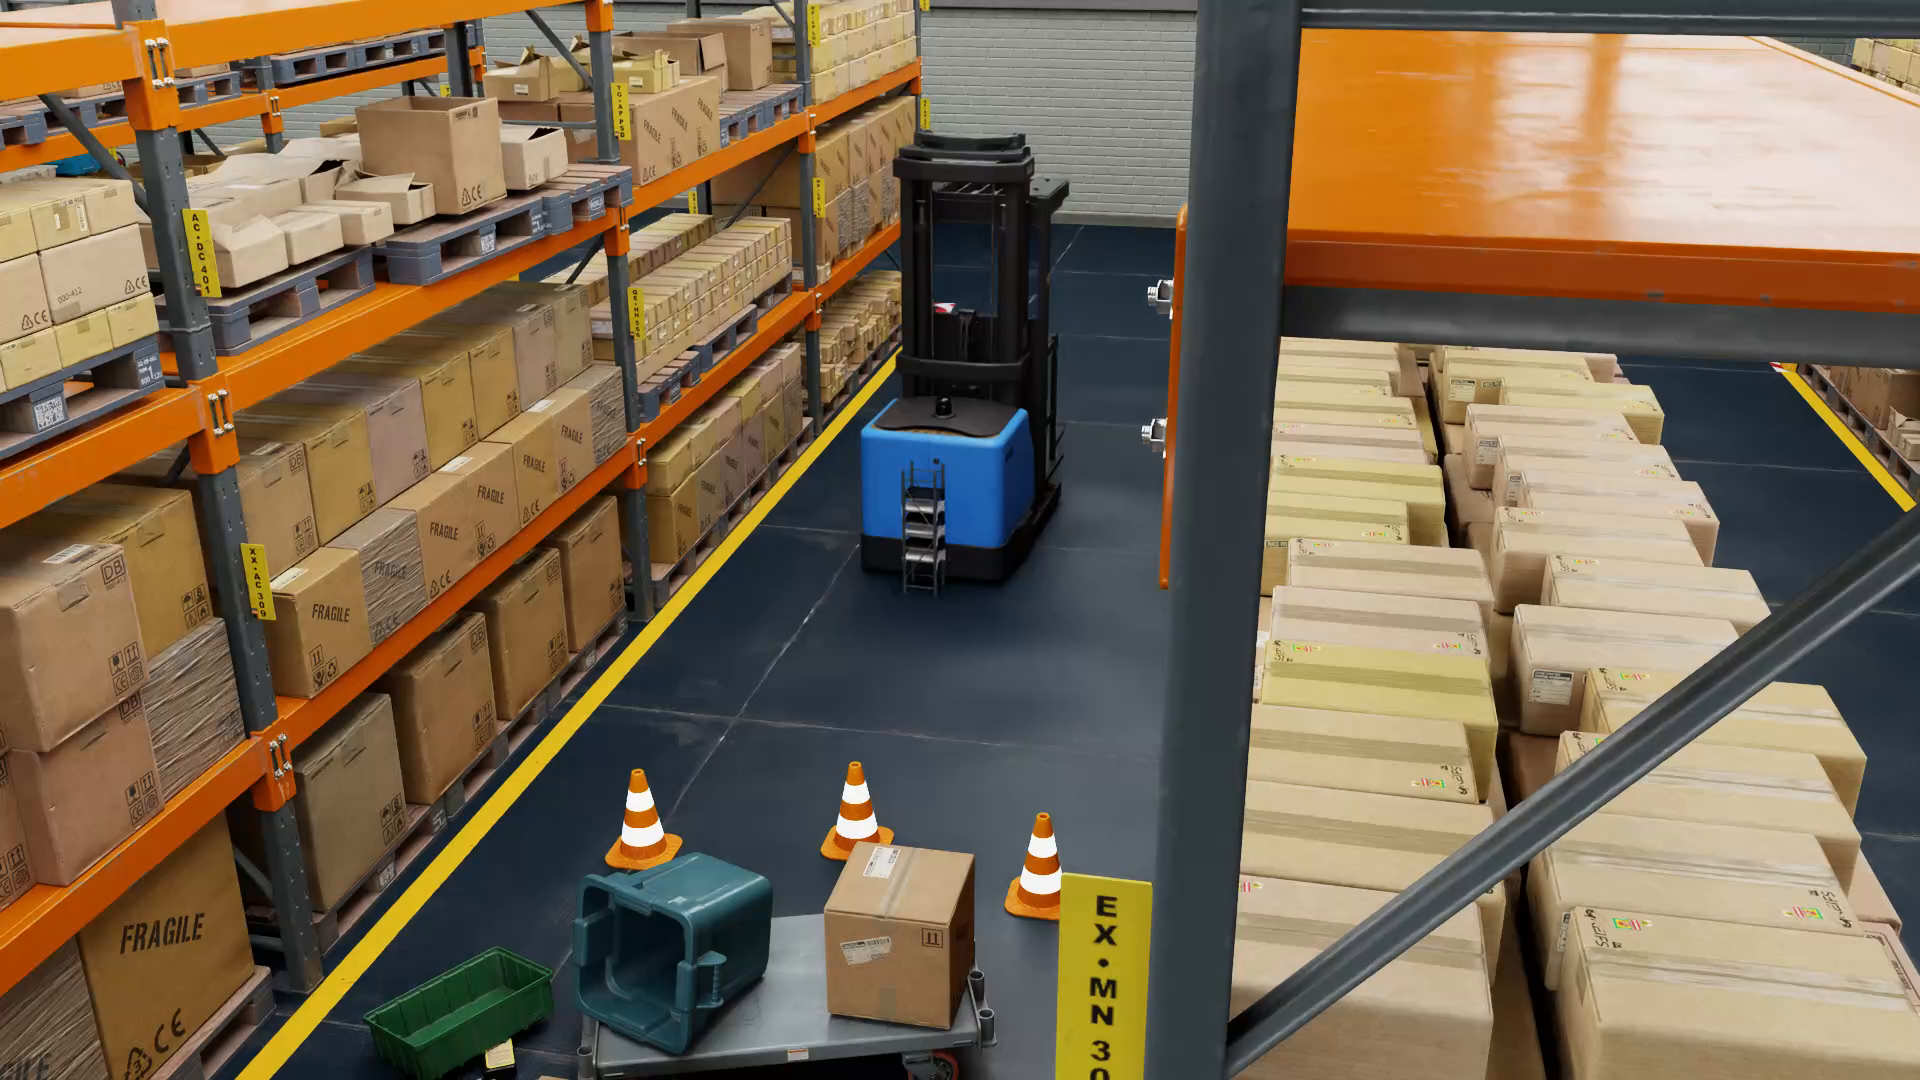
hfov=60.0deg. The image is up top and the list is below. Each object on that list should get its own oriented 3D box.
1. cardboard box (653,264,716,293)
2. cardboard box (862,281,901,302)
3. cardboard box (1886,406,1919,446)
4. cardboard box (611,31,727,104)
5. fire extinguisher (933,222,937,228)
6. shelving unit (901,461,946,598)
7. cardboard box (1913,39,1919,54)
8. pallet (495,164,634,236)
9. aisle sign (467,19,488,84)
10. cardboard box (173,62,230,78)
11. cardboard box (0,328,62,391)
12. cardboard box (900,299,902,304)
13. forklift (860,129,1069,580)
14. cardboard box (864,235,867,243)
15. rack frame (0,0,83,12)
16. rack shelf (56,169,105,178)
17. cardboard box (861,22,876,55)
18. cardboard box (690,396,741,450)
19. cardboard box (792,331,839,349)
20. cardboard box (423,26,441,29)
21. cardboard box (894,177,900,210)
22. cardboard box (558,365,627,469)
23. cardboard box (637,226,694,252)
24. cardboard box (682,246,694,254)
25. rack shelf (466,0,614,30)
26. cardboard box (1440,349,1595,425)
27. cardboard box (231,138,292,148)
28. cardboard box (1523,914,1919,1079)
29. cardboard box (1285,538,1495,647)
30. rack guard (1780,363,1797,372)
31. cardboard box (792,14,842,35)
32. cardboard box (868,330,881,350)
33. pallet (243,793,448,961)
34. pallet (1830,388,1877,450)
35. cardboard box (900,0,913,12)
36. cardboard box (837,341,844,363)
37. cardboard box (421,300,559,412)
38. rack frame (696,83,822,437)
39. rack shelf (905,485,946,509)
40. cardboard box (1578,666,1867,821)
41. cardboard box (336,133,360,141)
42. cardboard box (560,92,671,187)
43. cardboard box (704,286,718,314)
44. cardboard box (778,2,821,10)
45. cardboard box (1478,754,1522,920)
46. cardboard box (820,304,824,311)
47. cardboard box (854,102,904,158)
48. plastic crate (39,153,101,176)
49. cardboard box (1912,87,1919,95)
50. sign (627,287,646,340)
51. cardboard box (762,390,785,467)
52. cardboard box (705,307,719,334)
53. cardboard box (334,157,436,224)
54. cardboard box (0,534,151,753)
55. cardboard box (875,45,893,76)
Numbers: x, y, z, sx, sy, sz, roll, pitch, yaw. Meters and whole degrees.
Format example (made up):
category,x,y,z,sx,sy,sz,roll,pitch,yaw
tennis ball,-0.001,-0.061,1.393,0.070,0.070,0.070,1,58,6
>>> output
category,x,y,z,sx,sy,sz,roll,pitch,yaw
cardboard box,-1.986,-1.887,12.002,0.380,0.149,0.250,5,23,13
cardboard box,-0.800,-2.567,17.171,0.380,0.149,0.250,4,22,10
cardboard box,7.906,-0.927,13.737,0.396,0.266,0.258,5,23,13
cardboard box,-2.164,-3.440,12.164,0.797,0.503,0.637,4,22,10
fire extinguisher,-0.401,-3.672,18.058,0.296,0.674,0.183,4,22,11
shelving unit,-0.248,-0.073,11.330,0.258,0.900,0.210,6,23,14
cardboard box,8.181,-4.098,13.633,0.500,0.250,0.500,5,22,12
pallet,-2.616,-1.962,9.448,1.213,0.211,1.003,6,23,13
aisle sign,-5.430,-5.448,18.386,0.394,0.787,0.004,4,22,11
cardboard box,-6.663,-4.196,14.045,0.700,0.500,0.500,5,22,12
cardboard box,-3.216,-0.607,5.470,0.380,0.149,0.250,5,22,12
cardboard box,-0.732,-2.619,17.698,0.380,0.149,0.250,4,22,9
forklift,0.173,-1.602,12.407,1.130,2.935,3.031,6,23,14
cardboard box,-1.111,-2.910,15.900,0.380,0.149,0.250,5,23,13
rack frame,-10.587,-7.399,18.680,1.000,3.000,0.127,4,22,11
rack shelf,-10.996,-3.551,18.119,1.077,0.370,4.000,4,22,11
cardboard box,-1.073,-4.632,15.355,0.500,0.250,0.500,3,22,9
cardboard box,-1.941,-0.880,12.304,0.500,0.250,0.500,5,22,11
cardboard box,-1.329,-1.812,15.295,0.380,0.149,0.250,4,22,10
cardboard box,-5.792,-5.724,17.705,0.700,0.500,0.500,3,22,8
cardboard box,-0.854,-3.636,16.835,0.500,0.500,0.500,4,22,10
cardboard box,-2.365,-0.759,10.090,0.500,0.500,0.500,4,22,11
cardboard box,-2.356,-2.410,13.301,0.380,0.149,0.250,5,22,11
cardboard box,-2.354,-2.279,13.373,0.380,0.149,0.250,5,22,12
rack shelf,-2.128,-3.893,11.473,1.077,0.370,4.000,4,22,11
cardboard box,1.544,-0.418,4.629,0.380,0.149,0.250,5,22,12
cardboard box,-6.617,-3.564,15.986,0.500,0.500,0.500,5,22,11
cardboard box,1.061,0.745,2.277,0.500,0.250,0.500,4,22,10
cardboard box,0.840,0.120,3.295,0.380,0.149,0.250,4,22,9
rack guard,8.807,-1.919,16.449,1.175,0.500,0.348,4,22,11
cardboard box,-1.242,-4.472,14.425,0.380,0.149,0.250,4,22,9
cardboard box,-1.002,-2.008,16.579,0.380,0.149,0.250,5,22,12
pallet,-3.269,1.570,8.172,1.003,0.211,1.213,4,22,11
pallet,8.394,-1.049,14.675,1.003,0.211,1.213,4,22,11
cardboard box,-0.684,-5.418,16.775,0.380,0.149,0.250,4,22,10
cardboard box,-1.297,-1.769,15.587,0.380,0.149,0.250,3,22,8
cardboard box,-2.739,-1.060,9.497,0.700,0.500,0.500,4,22,10
rack frame,-1.720,-2.361,14.200,1.000,3.000,0.127,4,22,11
rack shelf,-0.248,-0.292,11.242,0.258,0.077,0.200,6,23,14
cardboard box,1.242,0.343,2.741,0.380,0.149,0.250,4,22,11
cardboard box,-3.001,-2.030,8.868,0.500,0.250,0.500,5,22,12
cardboard box,-2.159,-2.524,10.457,0.500,0.500,0.500,4,22,11
cardboard box,-1.980,-1.747,12.052,0.380,0.149,0.250,4,22,10
cardboard box,-1.536,-4.995,15.725,0.380,0.149,0.250,5,23,13
cardboard box,0.656,0.518,2.840,0.500,0.250,0.500,4,22,10
cardboard box,-1.550,-2.224,16.319,0.380,0.149,0.250,5,22,11
cardboard box,-0.857,-4.100,16.649,0.500,0.500,0.500,4,22,9
plastic crate,-10.473,-4.524,19.444,0.616,0.435,0.499,4,22,11
cardboard box,8.076,-3.638,13.692,0.380,0.149,0.250,5,22,12
sign,-1.992,-1.394,10.250,0.100,0.325,0.005,4,22,11
cardboard box,-1.729,-0.919,13.403,0.500,0.500,0.500,4,22,10
cardboard box,-1.979,-1.610,12.109,0.380,0.149,0.250,5,22,12
cardboard box,-2.763,-1.674,7.963,0.396,0.266,0.258,4,22,11
cardboard box,-3.460,0.337,5.856,0.875,0.550,0.550,4,22,11
cardboard box,-0.949,-4.592,15.925,0.500,0.250,0.500,5,23,13
